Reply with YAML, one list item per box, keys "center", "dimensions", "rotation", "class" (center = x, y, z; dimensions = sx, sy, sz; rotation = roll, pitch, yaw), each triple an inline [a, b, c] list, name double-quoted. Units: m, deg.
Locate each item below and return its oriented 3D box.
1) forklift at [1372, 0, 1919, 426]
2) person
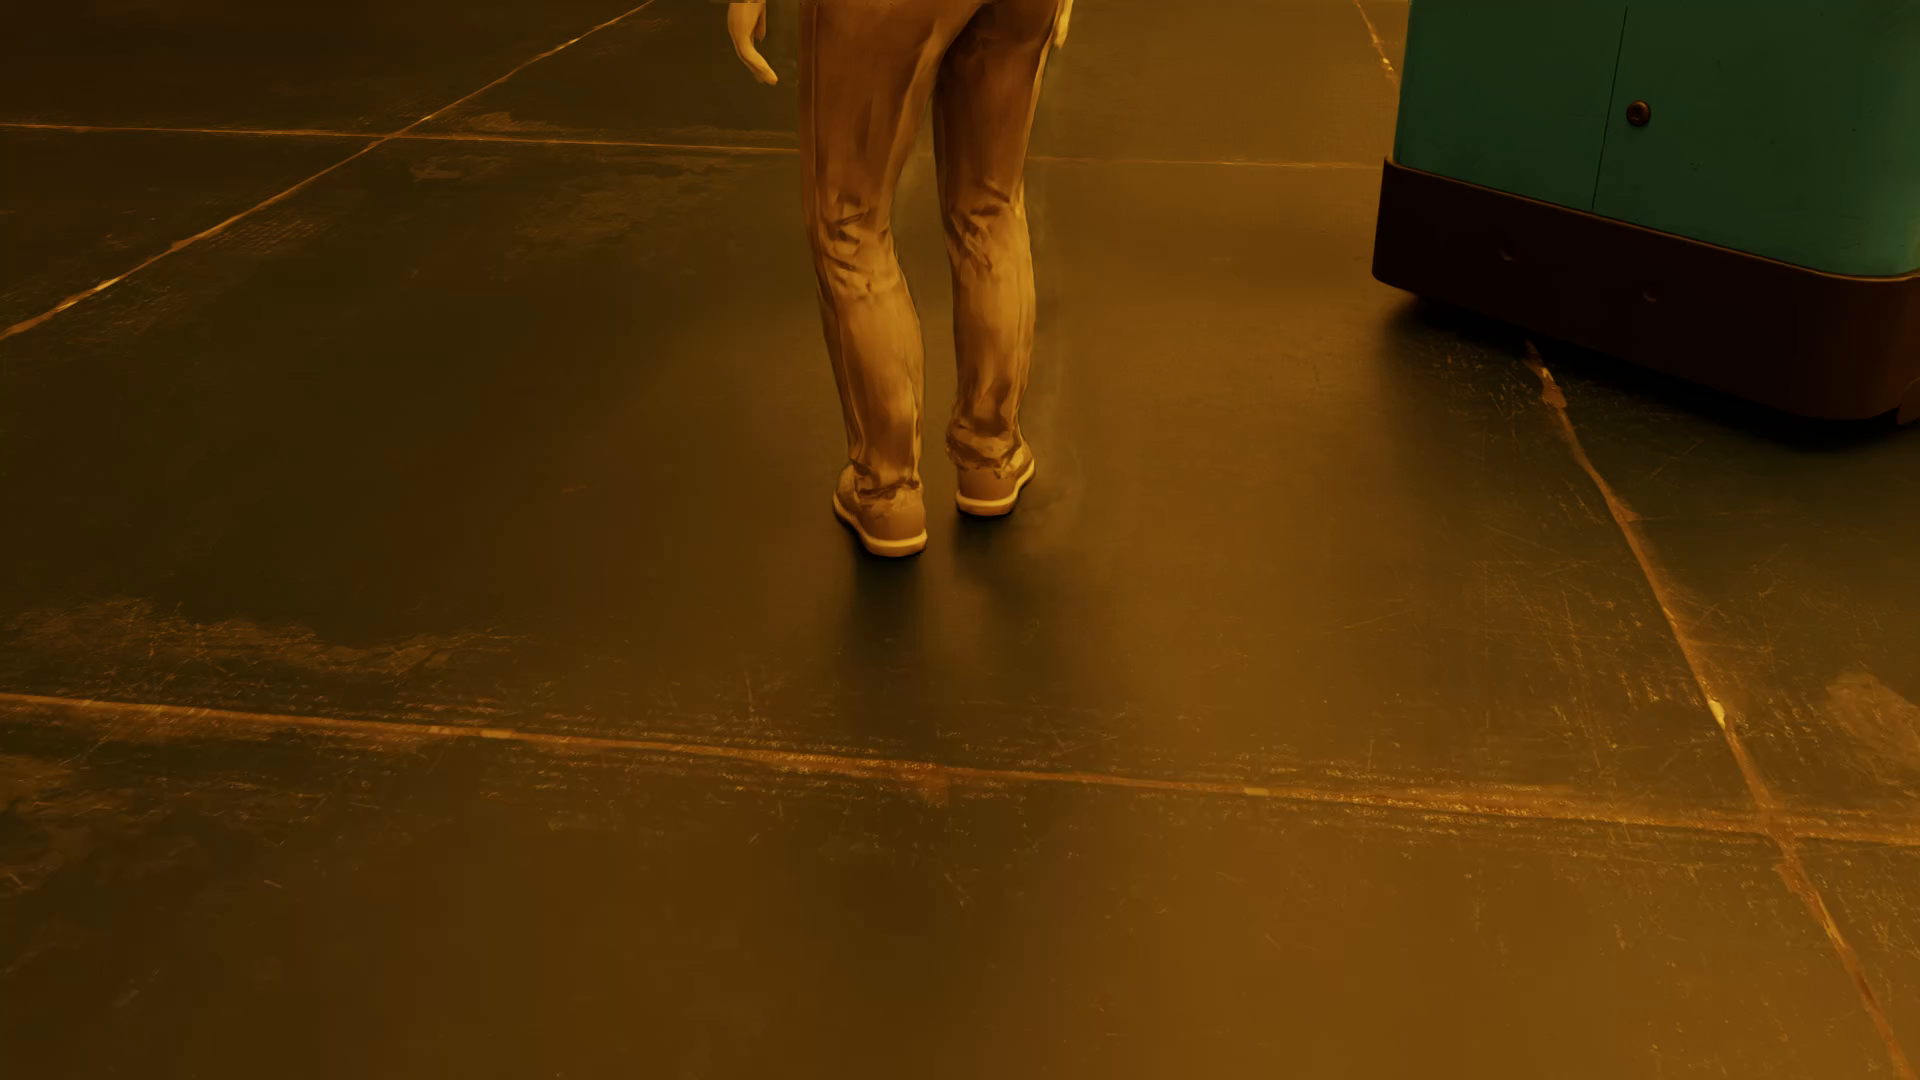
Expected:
- center: [2.340, -2.012, 3.250]
  dimensions: [3.031, 2.935, 1.130]
  rotation: [-18, 32, -32]
  class: "forklift"
- center: [-0.050, -0.759, 2.169]
  dimensions: [0.580, 1.660, 0.380]
  rotation: [-19, 32, -33]
  class: "person"
